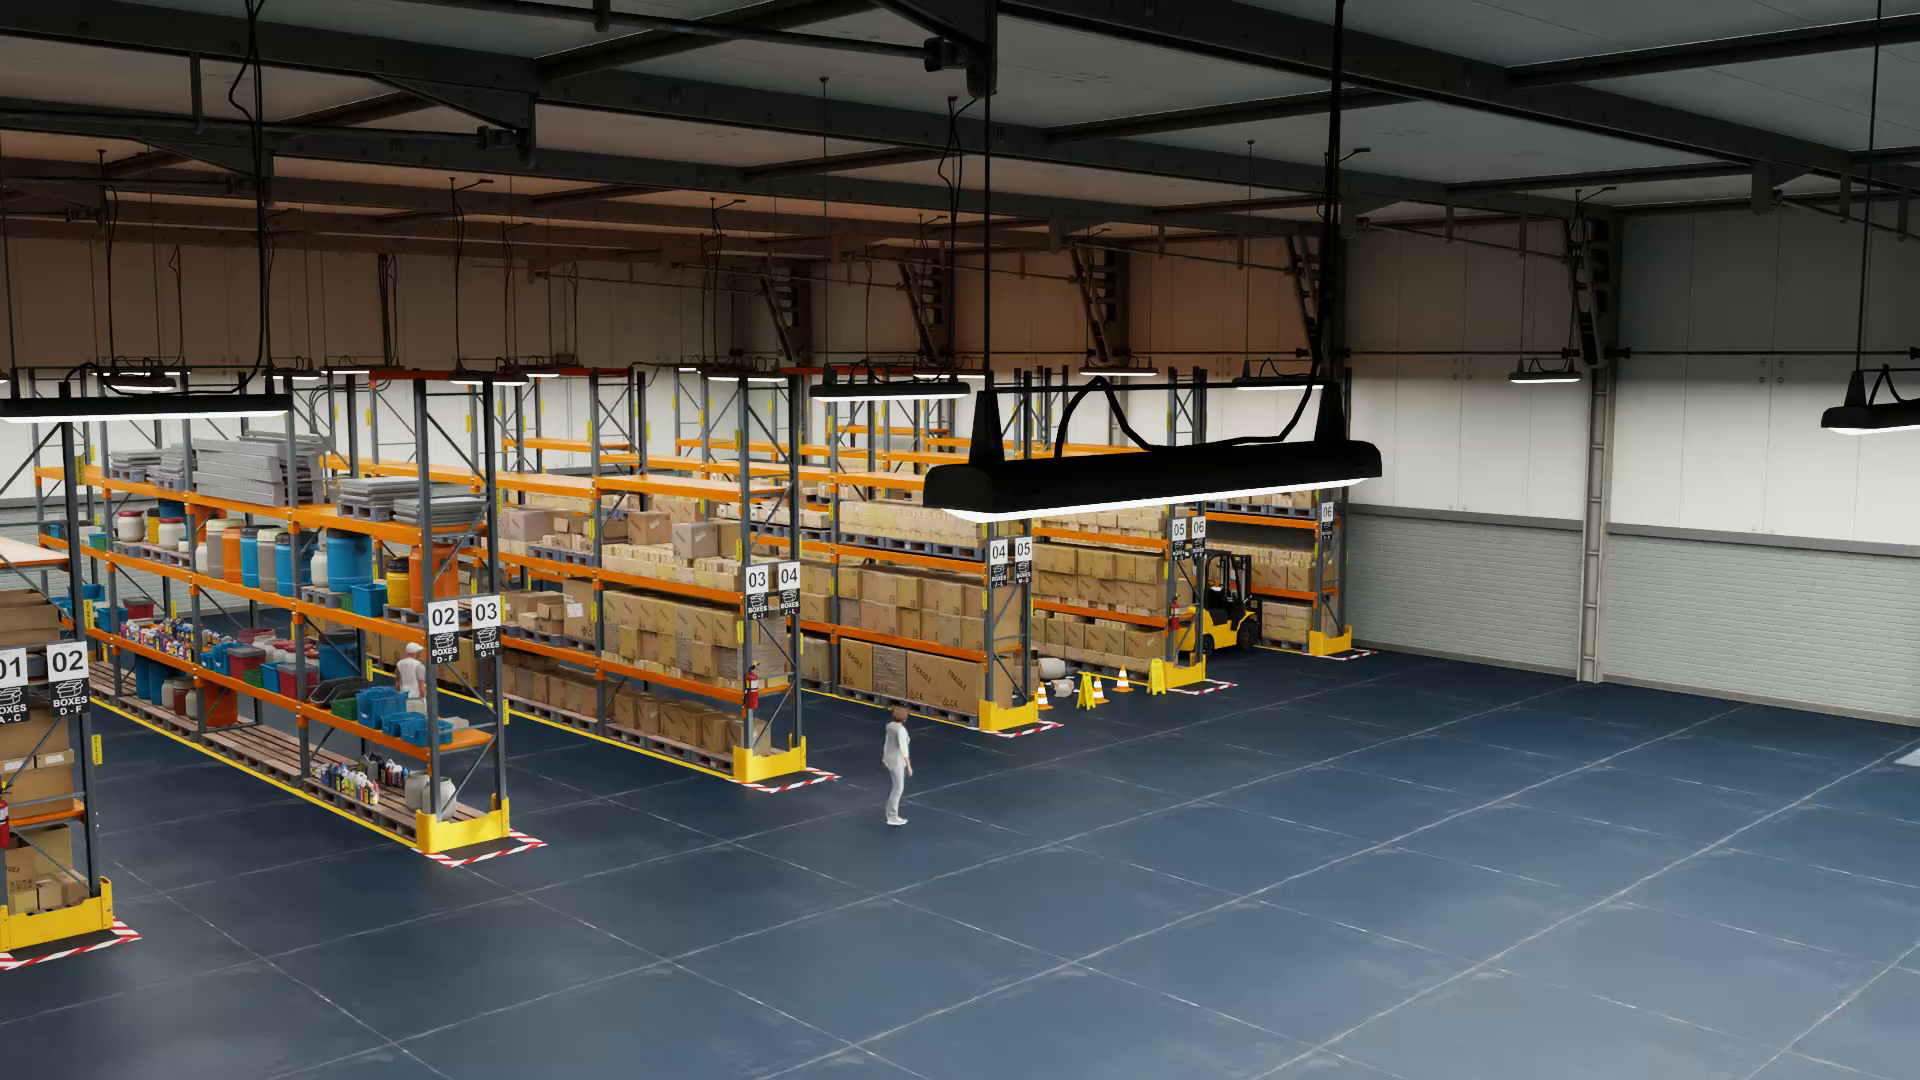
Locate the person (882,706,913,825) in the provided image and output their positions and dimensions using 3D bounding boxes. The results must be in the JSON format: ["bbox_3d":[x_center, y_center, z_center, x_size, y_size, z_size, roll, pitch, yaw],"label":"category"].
[{"bbox_3d":[-0.852,3.045,22.365,0.346,1.622,0.543,-3,7,-24],"label":"person"}]

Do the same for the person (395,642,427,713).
[{"bbox_3d":[-8.633,2.491,26.123,0.515,1.781,0.669,-1,6,-7],"label":"person"}]
